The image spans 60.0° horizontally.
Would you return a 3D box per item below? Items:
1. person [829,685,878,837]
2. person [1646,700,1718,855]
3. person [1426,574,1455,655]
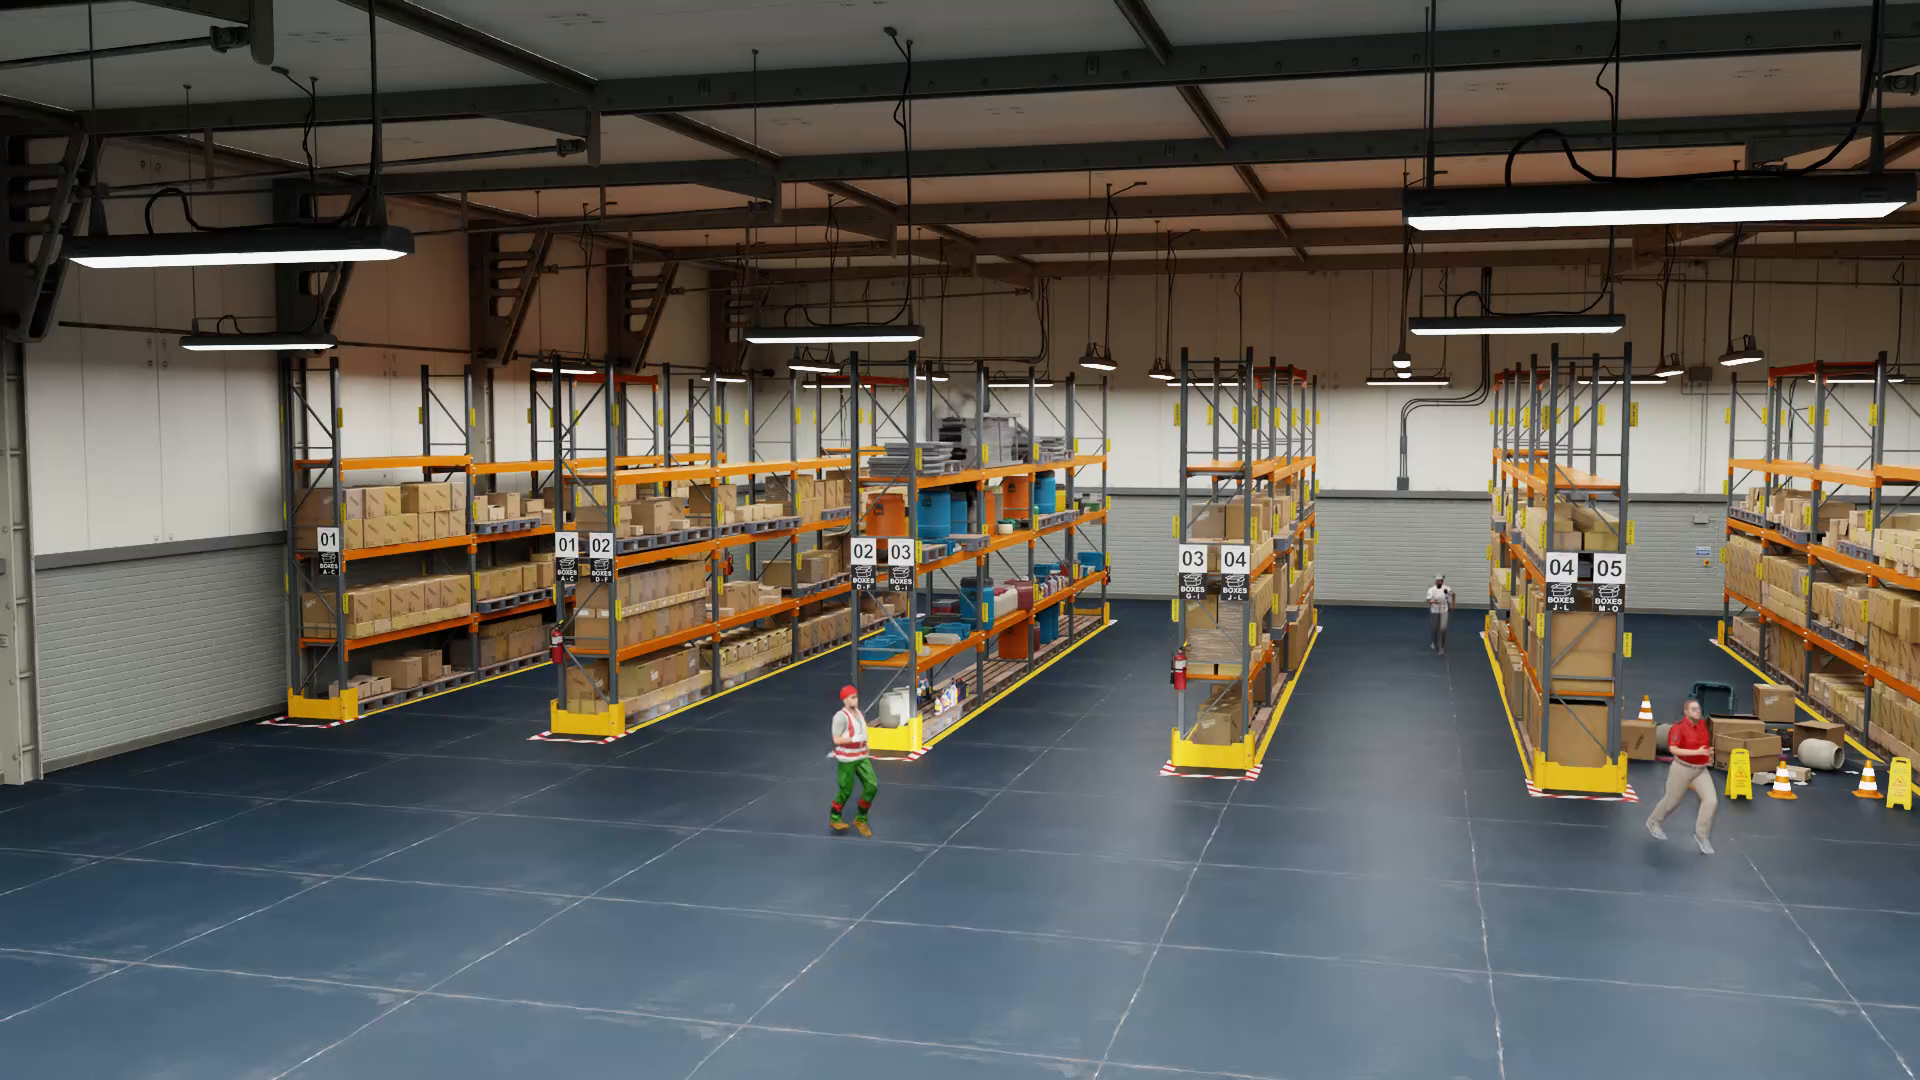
[{"bbox_3d":[-1.274,2.653,19.887,0.713,1.830,0.634,4,6,41],"label":"person"},{"bbox_3d":[8.470,2.732,19.362,0.672,1.788,0.925,-1,4,-16],"label":"person"},{"bbox_3d":[10.209,1.569,35.348,0.579,1.740,0.883,1,4,18],"label":"person"}]
